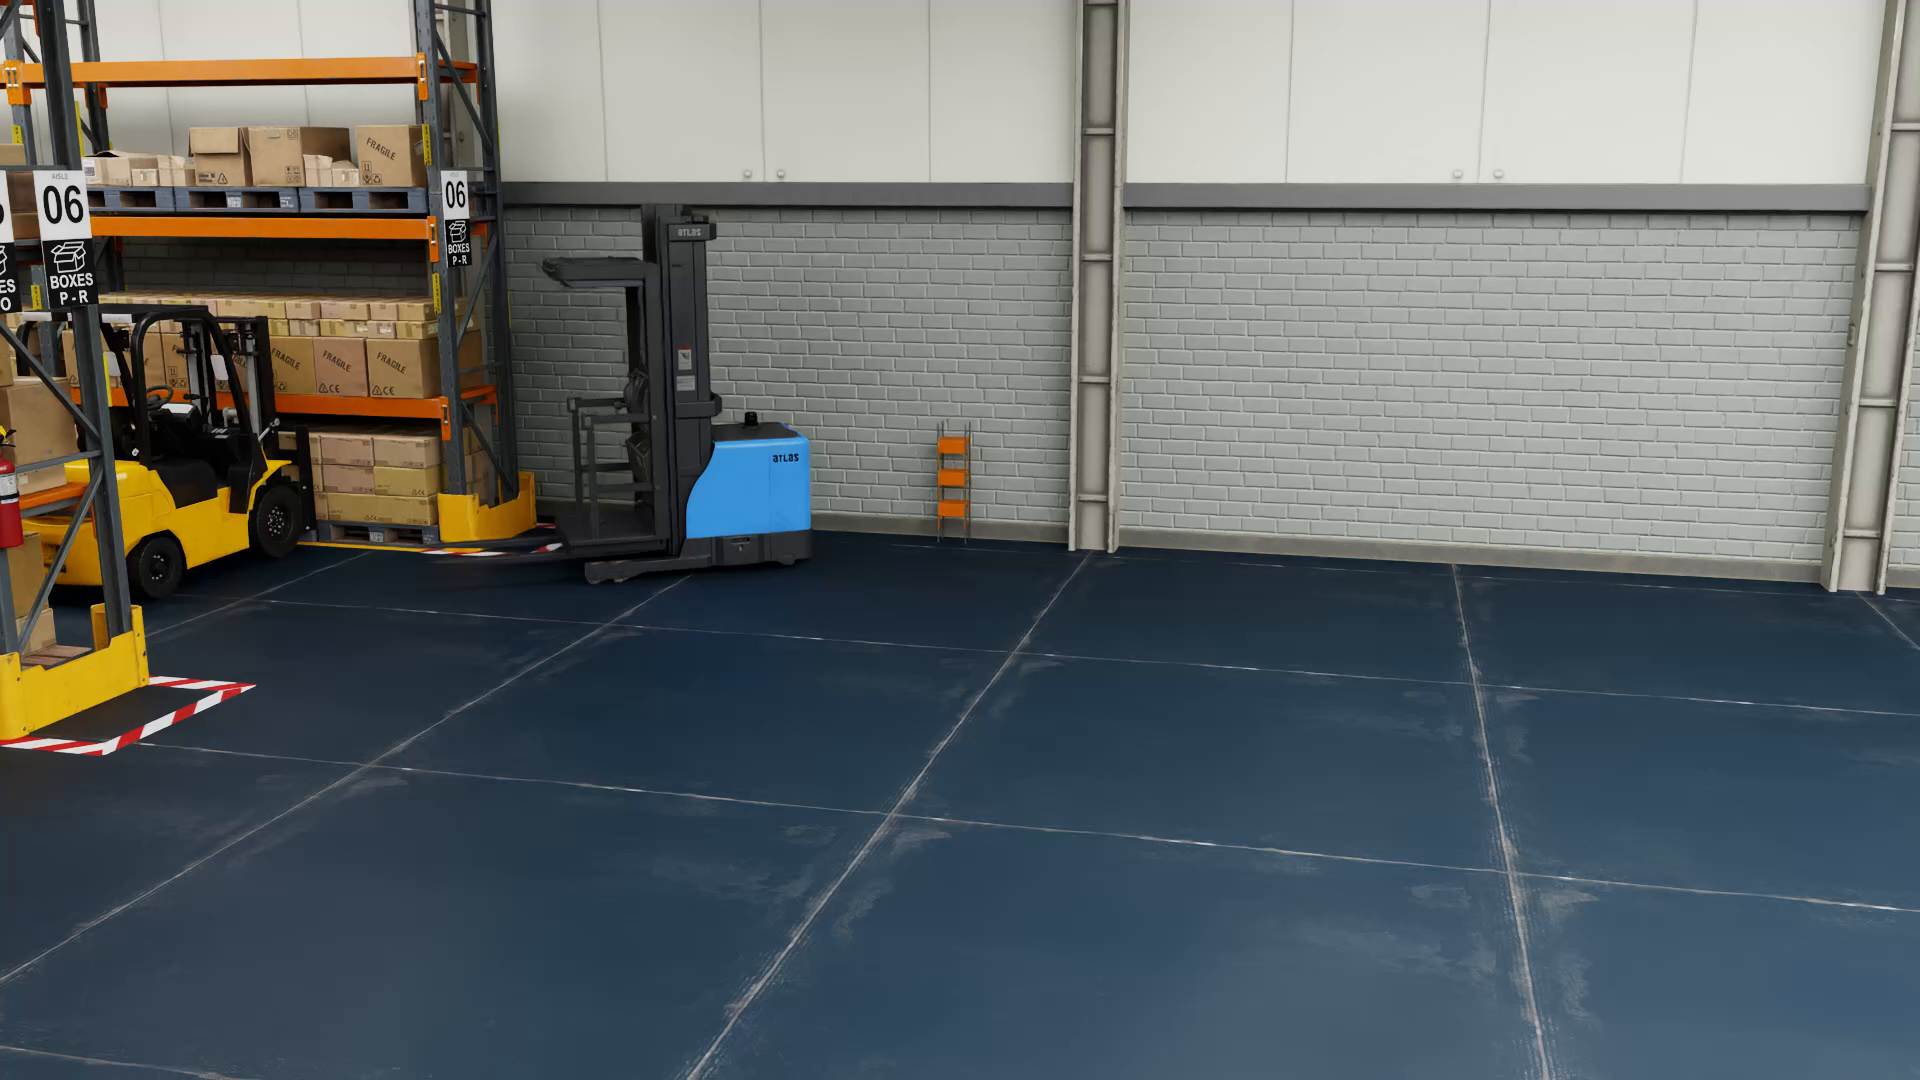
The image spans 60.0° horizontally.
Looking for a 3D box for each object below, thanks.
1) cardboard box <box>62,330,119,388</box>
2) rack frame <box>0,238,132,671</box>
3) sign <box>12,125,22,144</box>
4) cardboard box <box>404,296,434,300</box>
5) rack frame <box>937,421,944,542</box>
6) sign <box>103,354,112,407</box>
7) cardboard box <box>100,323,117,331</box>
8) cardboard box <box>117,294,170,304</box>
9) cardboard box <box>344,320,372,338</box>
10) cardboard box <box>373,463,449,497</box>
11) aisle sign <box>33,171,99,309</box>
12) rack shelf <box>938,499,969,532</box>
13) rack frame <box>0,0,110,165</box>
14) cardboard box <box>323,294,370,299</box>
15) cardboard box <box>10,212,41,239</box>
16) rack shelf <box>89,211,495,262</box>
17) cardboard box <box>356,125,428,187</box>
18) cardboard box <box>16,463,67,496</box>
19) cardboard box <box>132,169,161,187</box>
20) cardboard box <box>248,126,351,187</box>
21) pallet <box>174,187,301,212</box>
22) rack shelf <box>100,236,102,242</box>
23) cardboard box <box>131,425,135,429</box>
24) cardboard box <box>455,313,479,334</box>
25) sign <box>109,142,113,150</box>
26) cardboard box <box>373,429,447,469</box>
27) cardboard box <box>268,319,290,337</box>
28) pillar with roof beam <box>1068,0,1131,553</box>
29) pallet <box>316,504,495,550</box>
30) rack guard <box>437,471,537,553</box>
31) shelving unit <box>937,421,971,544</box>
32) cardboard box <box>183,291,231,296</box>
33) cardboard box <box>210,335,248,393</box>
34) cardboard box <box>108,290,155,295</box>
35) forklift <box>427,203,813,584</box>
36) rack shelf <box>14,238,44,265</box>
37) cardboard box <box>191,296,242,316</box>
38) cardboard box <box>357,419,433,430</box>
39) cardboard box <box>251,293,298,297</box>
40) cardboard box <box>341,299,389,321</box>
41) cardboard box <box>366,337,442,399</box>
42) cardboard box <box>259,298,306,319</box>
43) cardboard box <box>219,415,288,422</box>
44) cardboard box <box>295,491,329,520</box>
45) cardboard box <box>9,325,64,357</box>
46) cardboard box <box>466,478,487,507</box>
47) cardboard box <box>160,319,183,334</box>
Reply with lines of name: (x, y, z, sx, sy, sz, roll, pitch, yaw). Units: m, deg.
cardboard box: (-7.720, -1.662, 15.068, 0.500, 0.500, 0.500, 3, 13, 12)
rack frame: (-5.391, -0.439, 9.789, 0.127, 3.000, 1.000, 3, 13, 14)
sign: (-8.209, -3.447, 14.499, 0.005, 0.325, 0.100, 3, 13, 14)
cardboard box: (-4.723, -2.083, 14.784, 0.250, 0.149, 0.380, 4, 13, 15)
rack frame: (-0.170, -0.515, 14.627, 0.008, 1.050, 0.200, 3, 13, 13)
sign: (-5.261, -0.976, 10.210, 0.005, 0.325, 0.100, 3, 13, 14)
cardboard box: (-7.590, -1.971, 14.966, 0.250, 0.149, 0.380, 3, 13, 15)
cardboard box: (-7.325, -2.117, 14.934, 0.250, 0.149, 0.380, 3, 13, 12)
cardboard box: (-5.101, -1.841, 14.379, 0.250, 0.149, 0.380, 3, 13, 15)
cardboard box: (-4.753, -0.550, 14.510, 0.500, 0.250, 0.500, 3, 13, 13)
aisle sign: (-5.256, -1.771, 9.787, 0.004, 0.787, 0.394, 3, 13, 14)
rack shelf: (-0.051, -0.228, 14.664, 0.240, 0.259, 0.215, 3, 13, 13)
rack frame: (-8.089, -4.620, 14.780, 0.127, 3.000, 1.000, 3, 13, 14)
cardboard box: (-5.484, -2.112, 14.914, 0.250, 0.149, 0.380, 3, 13, 15)
cardboard box: (-5.635, -1.867, 9.877, 0.250, 0.149, 0.380, 3, 13, 14)
rack shelf: (-6.147, -2.700, 14.715, 4.000, 0.370, 1.077, 3, 13, 14)
cardboard box: (-4.693, -3.222, 13.975, 0.500, 0.500, 0.500, 3, 13, 15)
cardboard box: (-5.671, -0.378, 10.092, 0.250, 0.149, 0.380, 3, 13, 14)
cardboard box: (-6.980, -3.160, 14.504, 0.250, 0.149, 0.380, 3, 13, 15)
cardboard box: (-5.664, -3.296, 14.309, 0.500, 0.500, 0.700, 3, 13, 14)
pallet: (-6.074, -3.010, 14.653, 1.213, 0.211, 1.003, 3, 13, 14)
rack shelf: (-10.030, -2.908, 15.651, 4.000, 0.370, 1.077, 3, 13, 14)
cardboard box: (-7.200, -0.922, 15.034, 0.500, 0.250, 0.500, 3, 13, 14)
cardboard box: (-4.472, -1.921, 14.739, 0.250, 0.149, 0.380, 3, 13, 12)
sign: (-7.957, -3.563, 15.567, 0.005, 0.325, 0.100, 3, 13, 14)
cardboard box: (-4.727, -0.793, 14.451, 0.500, 0.250, 0.500, 4, 13, 15)
cardboard box: (-5.860, -1.869, 14.506, 0.250, 0.149, 0.380, 3, 13, 14)
pillar with roof beam: (0.129, -3.421, 9.378, 0.400, 9.000, 9.100, 3, 13, 14)
pallet: (-4.958, -0.153, 14.936, 1.213, 0.211, 1.003, 3, 13, 14)
rack guard: (-4.182, -0.262, 14.760, 0.348, 0.500, 1.175, 3, 13, 14)
shelving unit: (-0.051, -0.509, 14.600, 0.252, 1.050, 0.215, 3, 13, 13)
cardboard box: (-6.955, -2.216, 15.382, 0.250, 0.149, 0.380, 3, 13, 12)
cardboard box: (-6.236, -1.582, 14.707, 0.500, 0.500, 0.500, 3, 13, 14)
cardboard box: (-7.706, -2.249, 15.529, 0.250, 0.149, 0.380, 3, 13, 14)
forklift: (-2.792, -1.211, 13.427, 3.031, 2.935, 1.130, -4, 13, -19)
rack shelf: (-7.333, -1.656, 10.010, 4.000, 0.370, 1.077, 3, 13, 14)
cardboard box: (-6.581, -2.073, 14.735, 0.250, 0.149, 0.380, 3, 13, 13)
cardboard box: (-5.112, -0.924, 15.044, 0.500, 0.250, 0.500, 3, 13, 14)
cardboard box: (-6.232, -2.156, 15.110, 0.250, 0.149, 0.380, 3, 13, 15)
cardboard box: (-5.111, -1.983, 14.329, 0.250, 0.149, 0.380, 3, 13, 15)
cardboard box: (-4.746, -1.503, 14.350, 0.500, 0.500, 0.500, 3, 13, 12)
cardboard box: (-5.867, -2.014, 14.469, 0.250, 0.149, 0.380, 3, 13, 15)
cardboard box: (-6.581, -1.005, 15.407, 0.500, 0.250, 0.500, 3, 13, 14)
cardboard box: (-5.701, -0.360, 14.808, 0.500, 0.250, 0.500, 3, 13, 14)
cardboard box: (-8.627, -1.834, 15.265, 0.500, 0.250, 0.500, 3, 13, 12)
cardboard box: (-4.635, -0.413, 15.047, 0.500, 0.250, 0.500, 3, 13, 14)
cardboard box: (-6.855, -1.922, 14.741, 0.250, 0.149, 0.380, 3, 13, 13)
